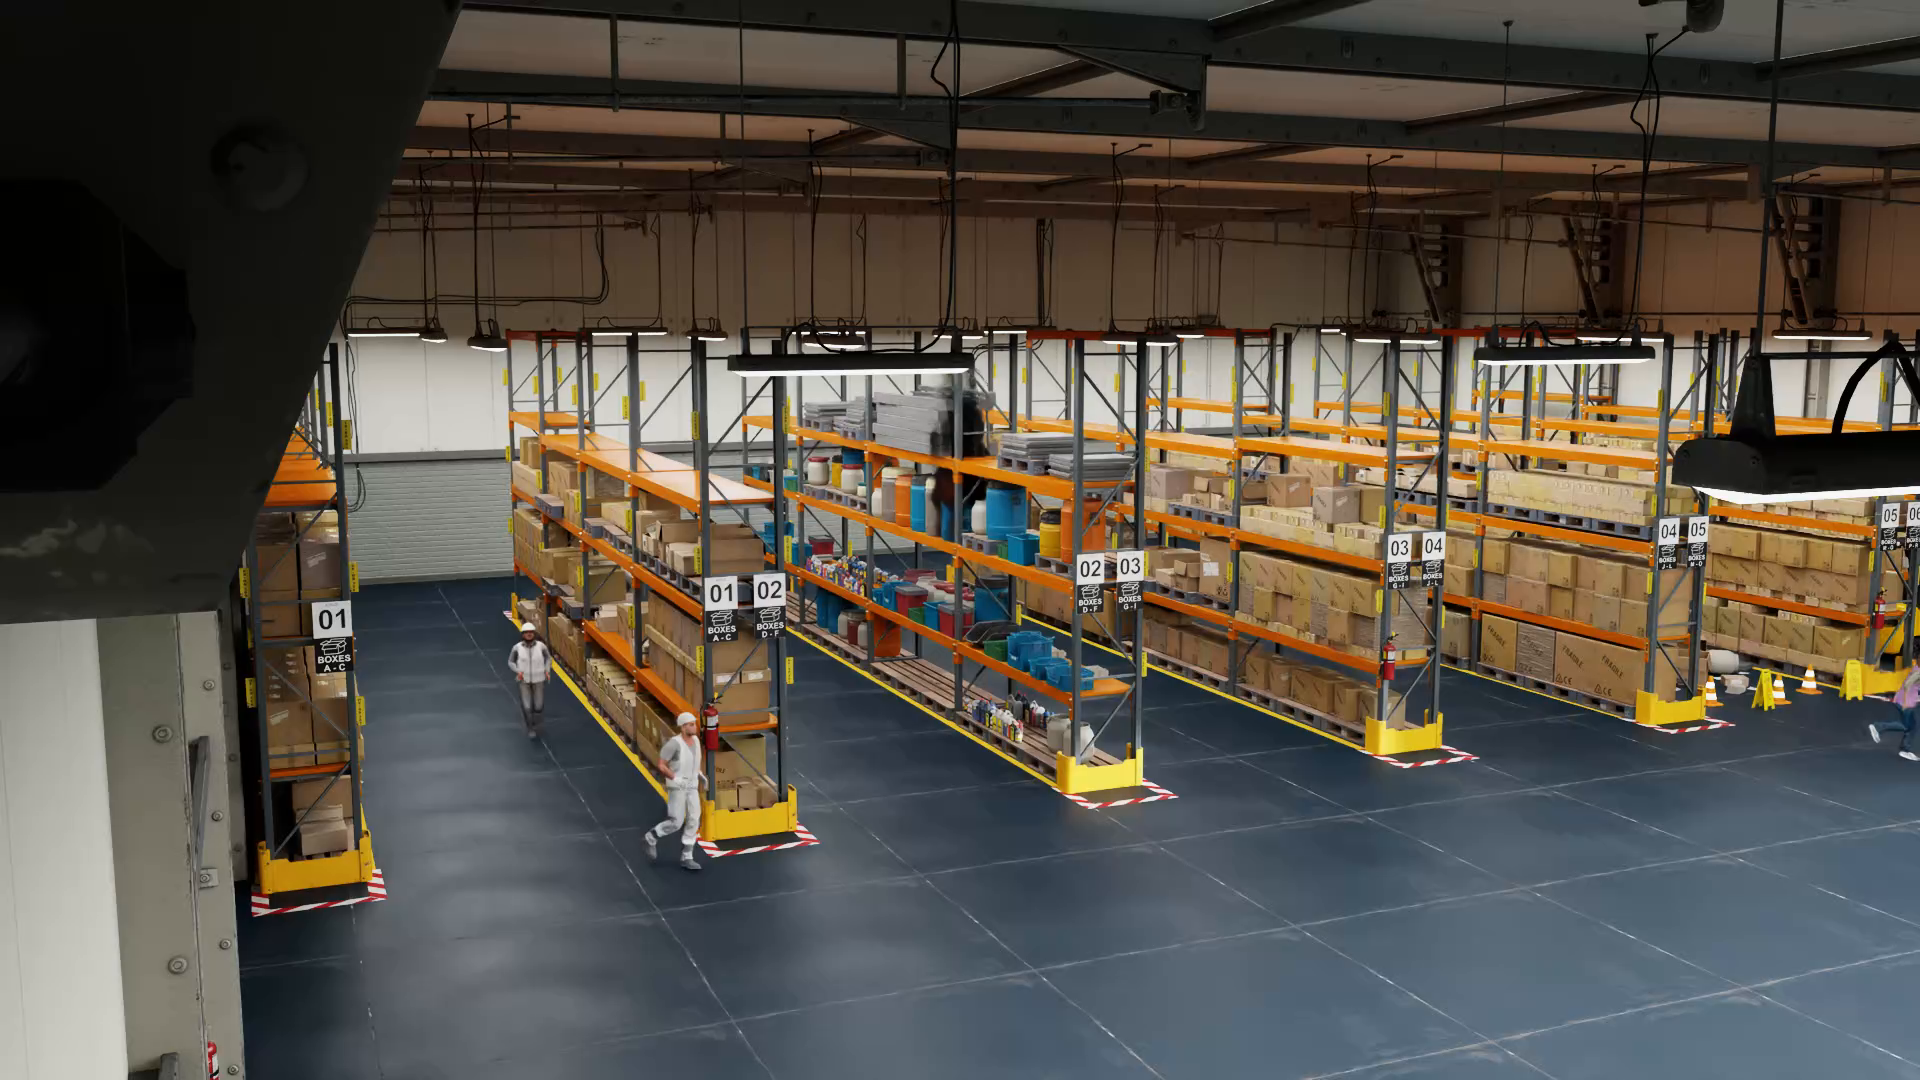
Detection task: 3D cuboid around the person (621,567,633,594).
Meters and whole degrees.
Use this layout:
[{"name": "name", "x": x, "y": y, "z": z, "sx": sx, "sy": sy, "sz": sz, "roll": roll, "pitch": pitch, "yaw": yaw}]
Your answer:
[{"name": "person", "x": -7.142, "y": 0.666, "z": 35.600, "sx": 0.793, "sy": 1.668, "sz": 0.610, "roll": 2, "pitch": 8, "yaw": 17}]

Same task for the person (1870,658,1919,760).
[{"name": "person", "x": 13.486, "y": 2.370, "z": 23.815, "sx": 0.768, "sy": 1.542, "sz": 0.536, "roll": 3, "pitch": 8, "yaw": 23}]

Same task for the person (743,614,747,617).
[{"name": "person", "x": -3.993, "y": 1.563, "z": 29.028, "sx": 0.675, "sy": 1.704, "sz": 0.762, "roll": -4, "pitch": 9, "yaw": -25}]

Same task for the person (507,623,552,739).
[{"name": "person", "x": -6.449, "y": 2.097, "z": 24.977, "sx": 0.661, "sy": 1.731, "sz": 0.585, "roll": -2, "pitch": 8, "yaw": -17}]

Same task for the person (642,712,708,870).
[{"name": "person", "x": -3.202, "y": 2.855, "z": 19.230, "sx": 0.807, "sy": 1.755, "sz": 0.705, "roll": 5, "pitch": 9, "yaw": 33}]
